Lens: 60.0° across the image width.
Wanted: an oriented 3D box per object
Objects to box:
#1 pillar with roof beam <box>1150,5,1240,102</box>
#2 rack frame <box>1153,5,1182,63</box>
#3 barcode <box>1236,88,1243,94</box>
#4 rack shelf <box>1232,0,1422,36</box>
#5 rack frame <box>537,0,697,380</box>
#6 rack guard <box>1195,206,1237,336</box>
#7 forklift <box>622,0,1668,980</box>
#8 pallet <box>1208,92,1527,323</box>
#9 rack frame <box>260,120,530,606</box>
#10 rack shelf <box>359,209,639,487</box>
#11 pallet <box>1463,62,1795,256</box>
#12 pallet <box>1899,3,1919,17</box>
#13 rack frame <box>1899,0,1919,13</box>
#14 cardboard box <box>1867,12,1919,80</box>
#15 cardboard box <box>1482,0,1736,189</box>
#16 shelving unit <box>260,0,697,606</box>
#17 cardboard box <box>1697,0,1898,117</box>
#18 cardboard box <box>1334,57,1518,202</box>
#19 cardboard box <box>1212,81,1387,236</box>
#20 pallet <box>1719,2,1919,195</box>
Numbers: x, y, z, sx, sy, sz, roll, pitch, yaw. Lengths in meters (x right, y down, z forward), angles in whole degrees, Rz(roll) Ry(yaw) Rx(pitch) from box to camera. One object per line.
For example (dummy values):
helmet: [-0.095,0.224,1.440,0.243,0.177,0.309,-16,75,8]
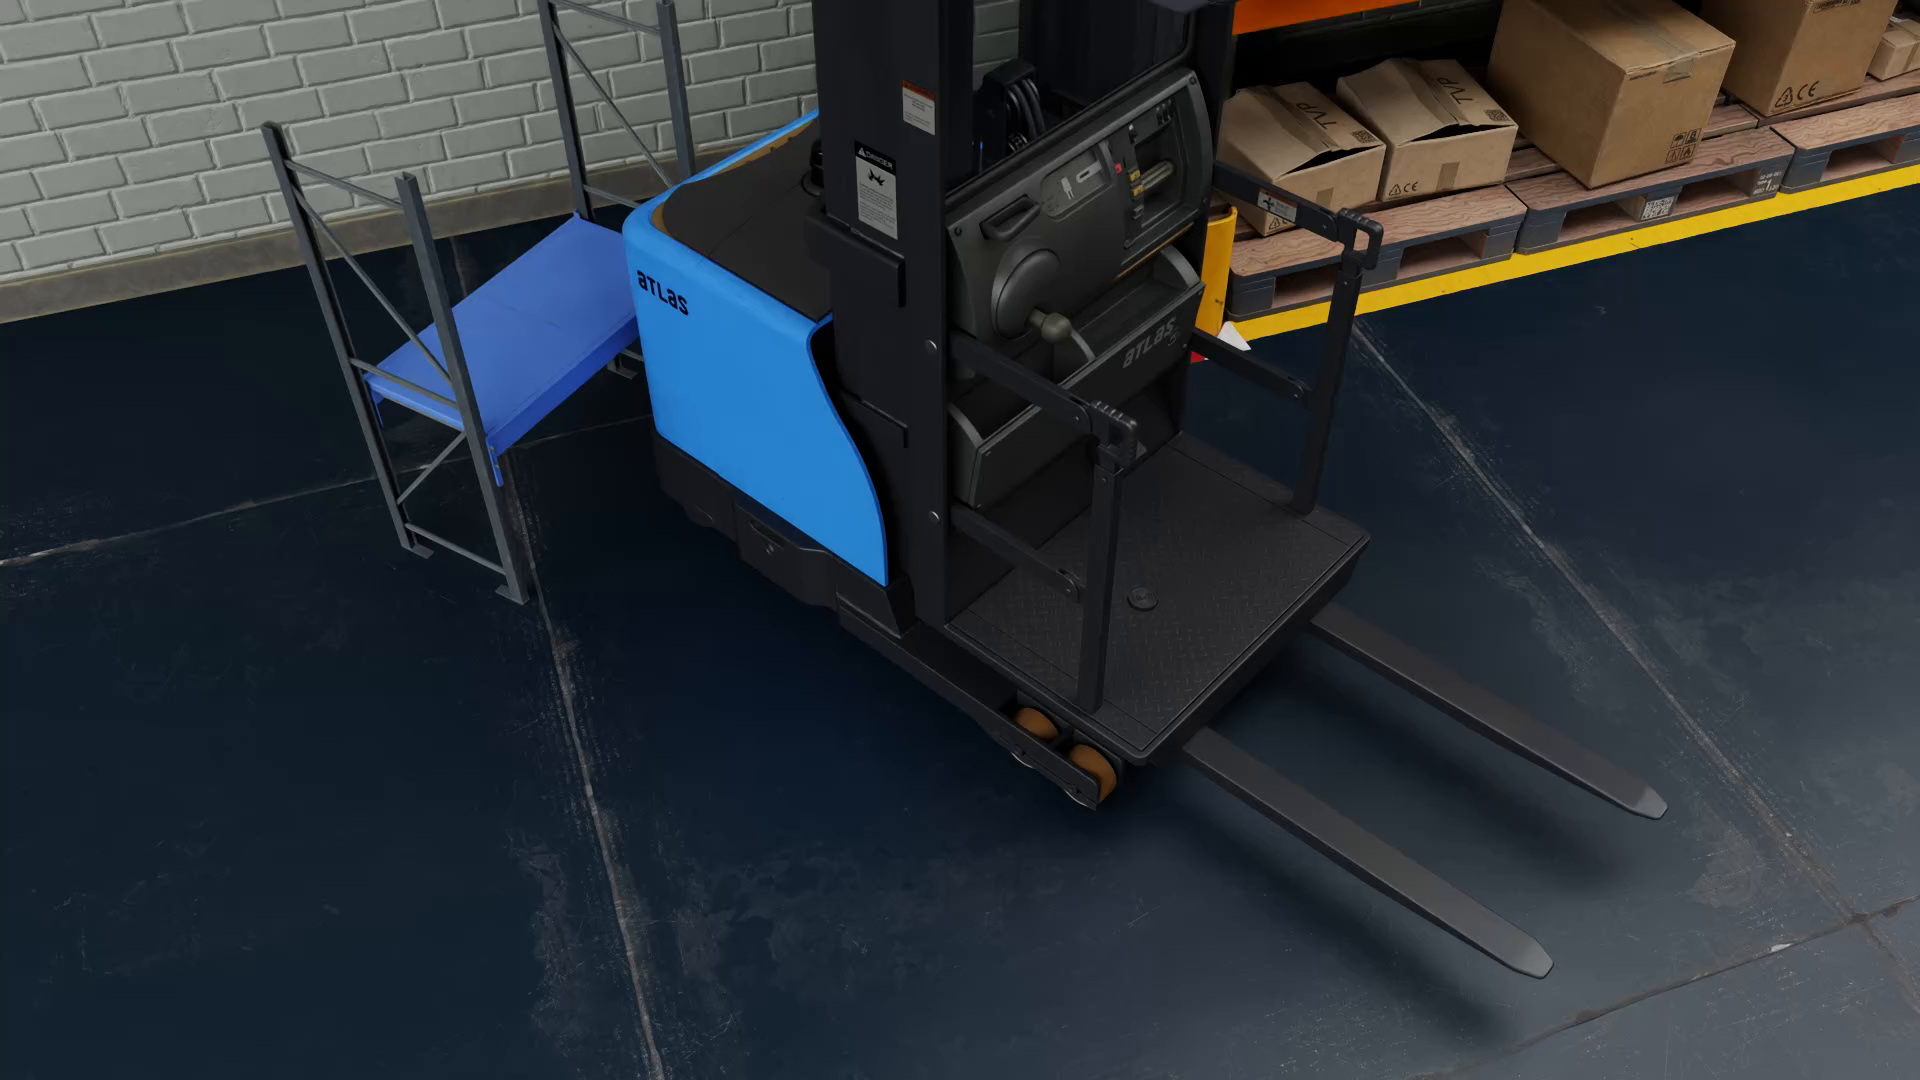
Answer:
pillar with roof beam: [2.357,-2.124,1.014,0.400,9.000,9.100,-14,47,-14]
rack frame: [0.531,-2.130,5.255,0.127,3.000,1.000,-14,47,-14]
barcode: [1.094,-1.716,6.424,0.075,0.075,0.001,-14,47,-14]
rack shelf: [2.412,-2.357,5.989,4.000,0.370,1.077,-14,47,-14]
rack frame: [-1.016,-1.048,5.236,0.500,1.500,0.032,23,49,21]
rack guard: [0.602,-1.265,6.158,0.348,0.500,1.175,-14,47,-14]
forklift: [0.467,-0.737,3.915,3.031,2.935,1.130,32,53,28]
pallet: [1.379,-1.335,6.432,1.213,0.211,1.003,-14,47,-14]
rack frame: [-1.533,-0.428,4.618,0.500,1.500,0.032,23,49,21]
rack shelf: [-1.275,-0.611,5.054,0.538,0.185,1.000,23,49,21]
pallet: [2.524,-1.626,6.722,1.213,0.211,1.003,-14,47,-14]
pallet: [5.025,-2.295,7.389,1.213,0.211,1.003,-14,47,-14]
rack frame: [4.293,-3.092,6.213,0.127,3.000,1.000,-14,47,-14]
cardboard box: [3.800,-2.098,6.913,0.250,0.166,0.380,-20,49,-19]
cardboard box: [2.456,-1.789,6.370,0.500,0.500,0.700,-17,48,-16]
shelving unit: [-1.275,-0.738,4.927,0.538,1.500,1.048,23,49,21]
cardboard box: [3.331,-2.088,6.668,0.500,0.500,0.500,-18,48,-17]
cardboard box: [1.749,-1.579,6.294,0.500,0.311,0.500,-11,46,-11]
cardboard box: [1.212,-1.442,6.157,0.500,0.311,0.500,-19,48,-18]
pallet: [3.674,-1.922,7.017,1.213,0.211,1.003,-14,47,-14]
